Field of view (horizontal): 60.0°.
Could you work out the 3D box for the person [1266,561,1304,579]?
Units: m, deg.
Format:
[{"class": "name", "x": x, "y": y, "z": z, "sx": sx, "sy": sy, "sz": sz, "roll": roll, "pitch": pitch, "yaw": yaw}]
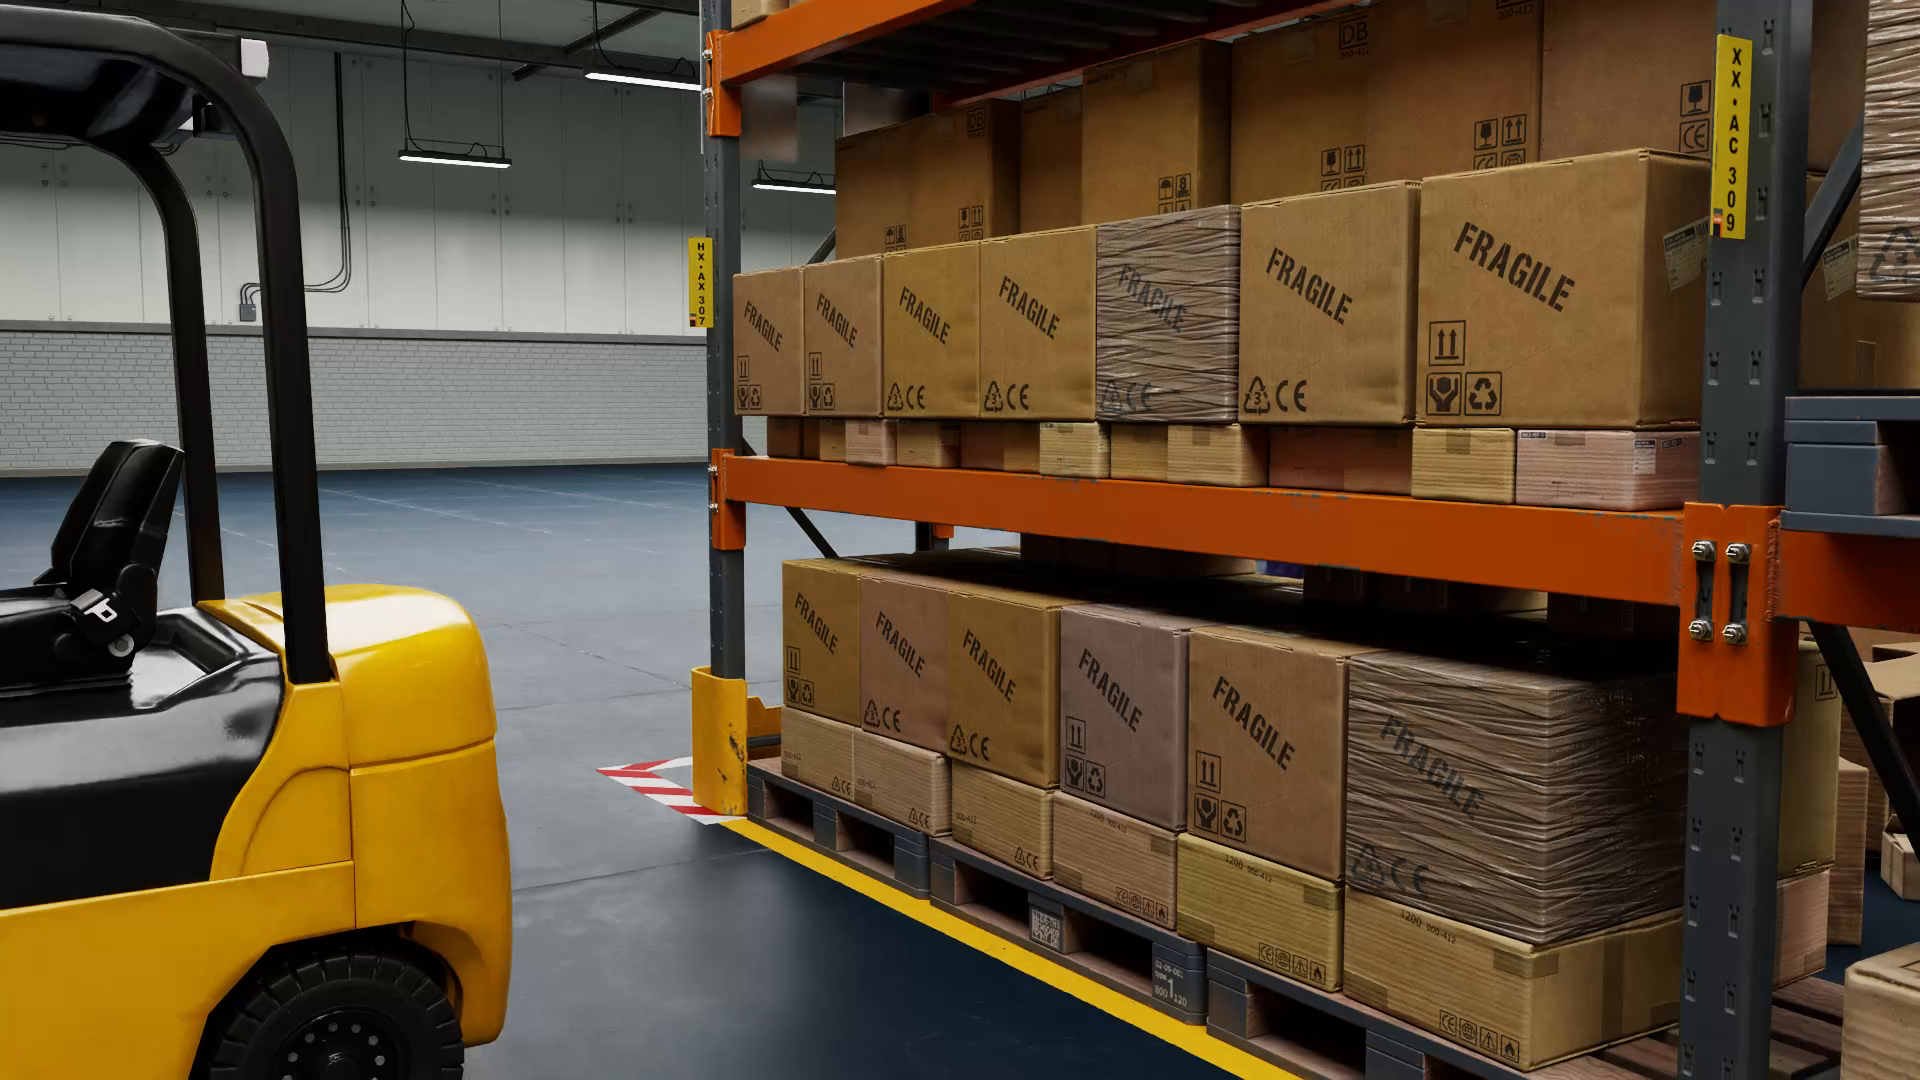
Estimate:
[{"class": "person", "x": 1.868, "y": -0.126, "z": 9.670, "sx": 1.044, "sy": 1.588, "sz": 0.486, "roll": -3, "pitch": 5, "yaw": -29}]
